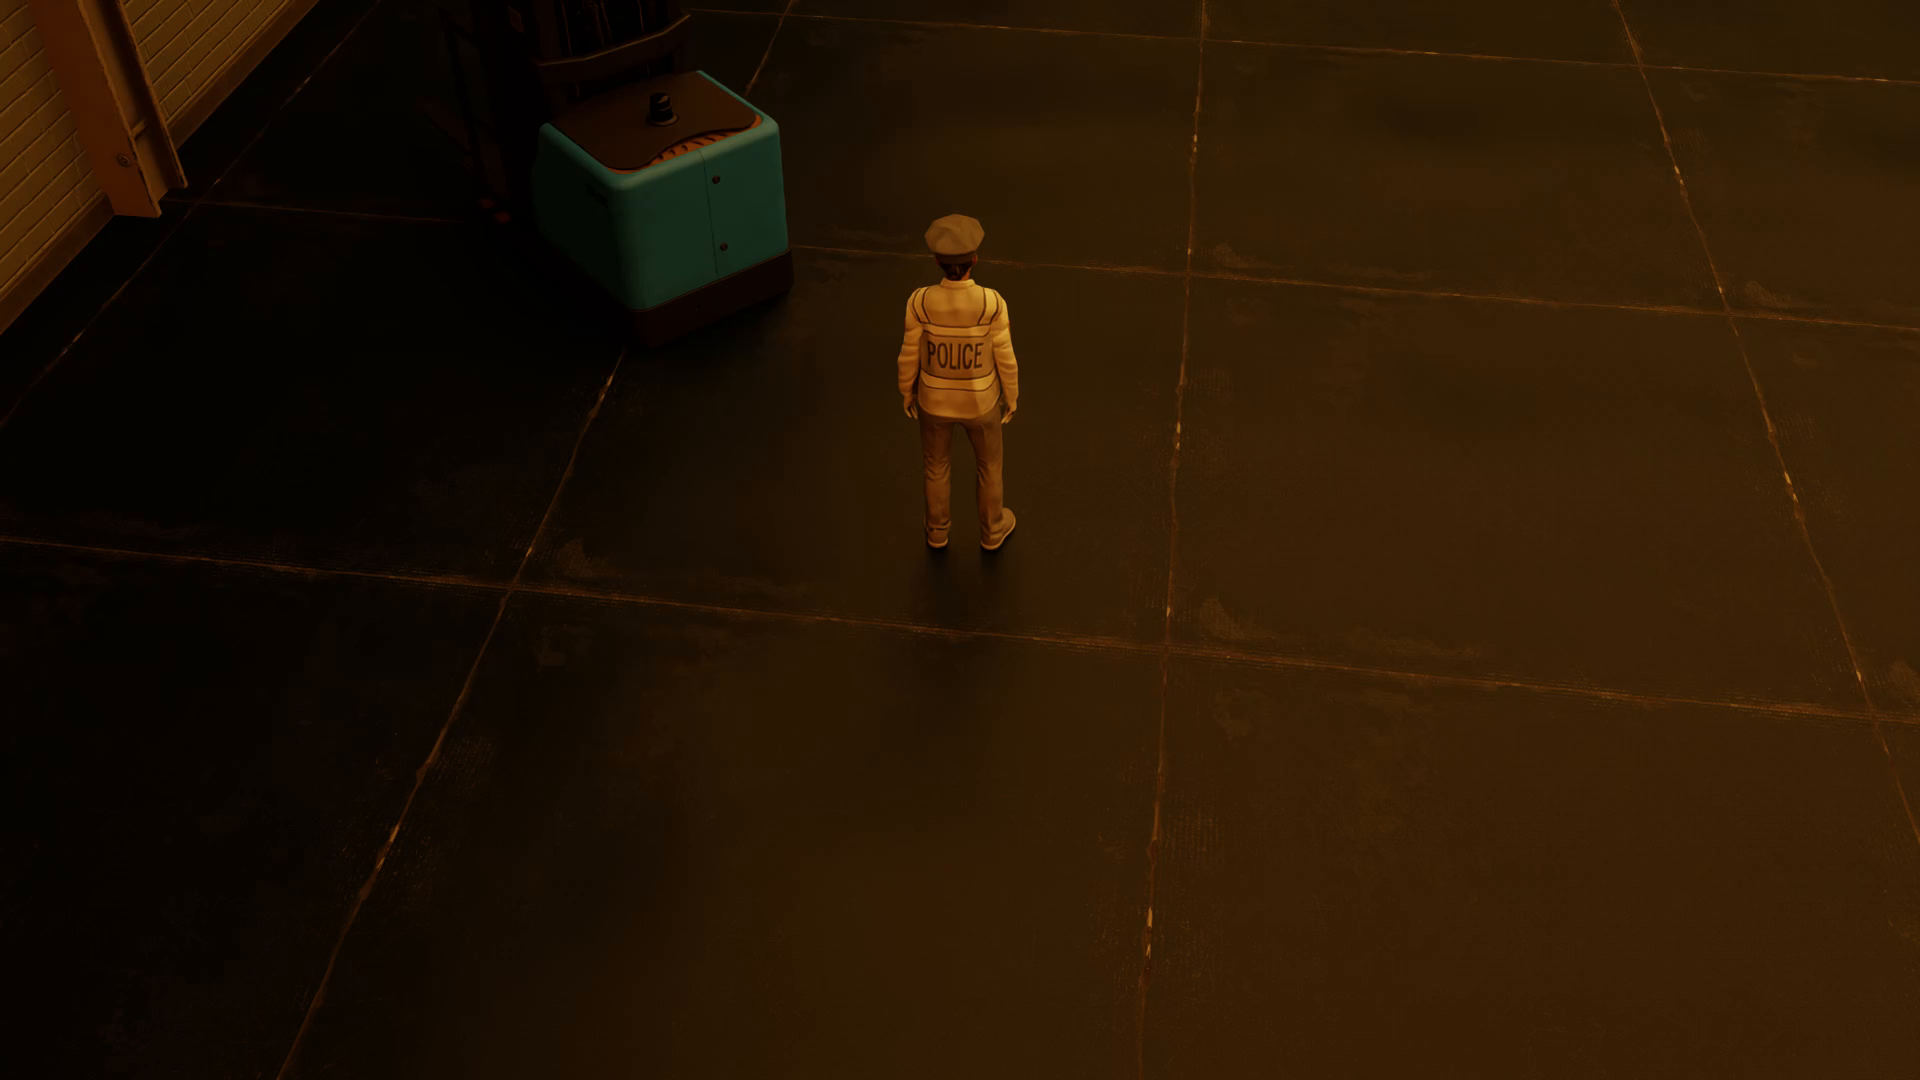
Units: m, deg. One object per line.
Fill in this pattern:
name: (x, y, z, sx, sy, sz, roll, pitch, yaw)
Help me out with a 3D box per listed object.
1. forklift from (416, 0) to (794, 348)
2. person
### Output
forklift: (-2.250, -3.040, 9.034, 1.130, 2.935, 3.031, -29, 50, -28)
person: (-0.007, -0.632, 7.351, 0.529, 1.663, 0.372, 4, 43, 4)
